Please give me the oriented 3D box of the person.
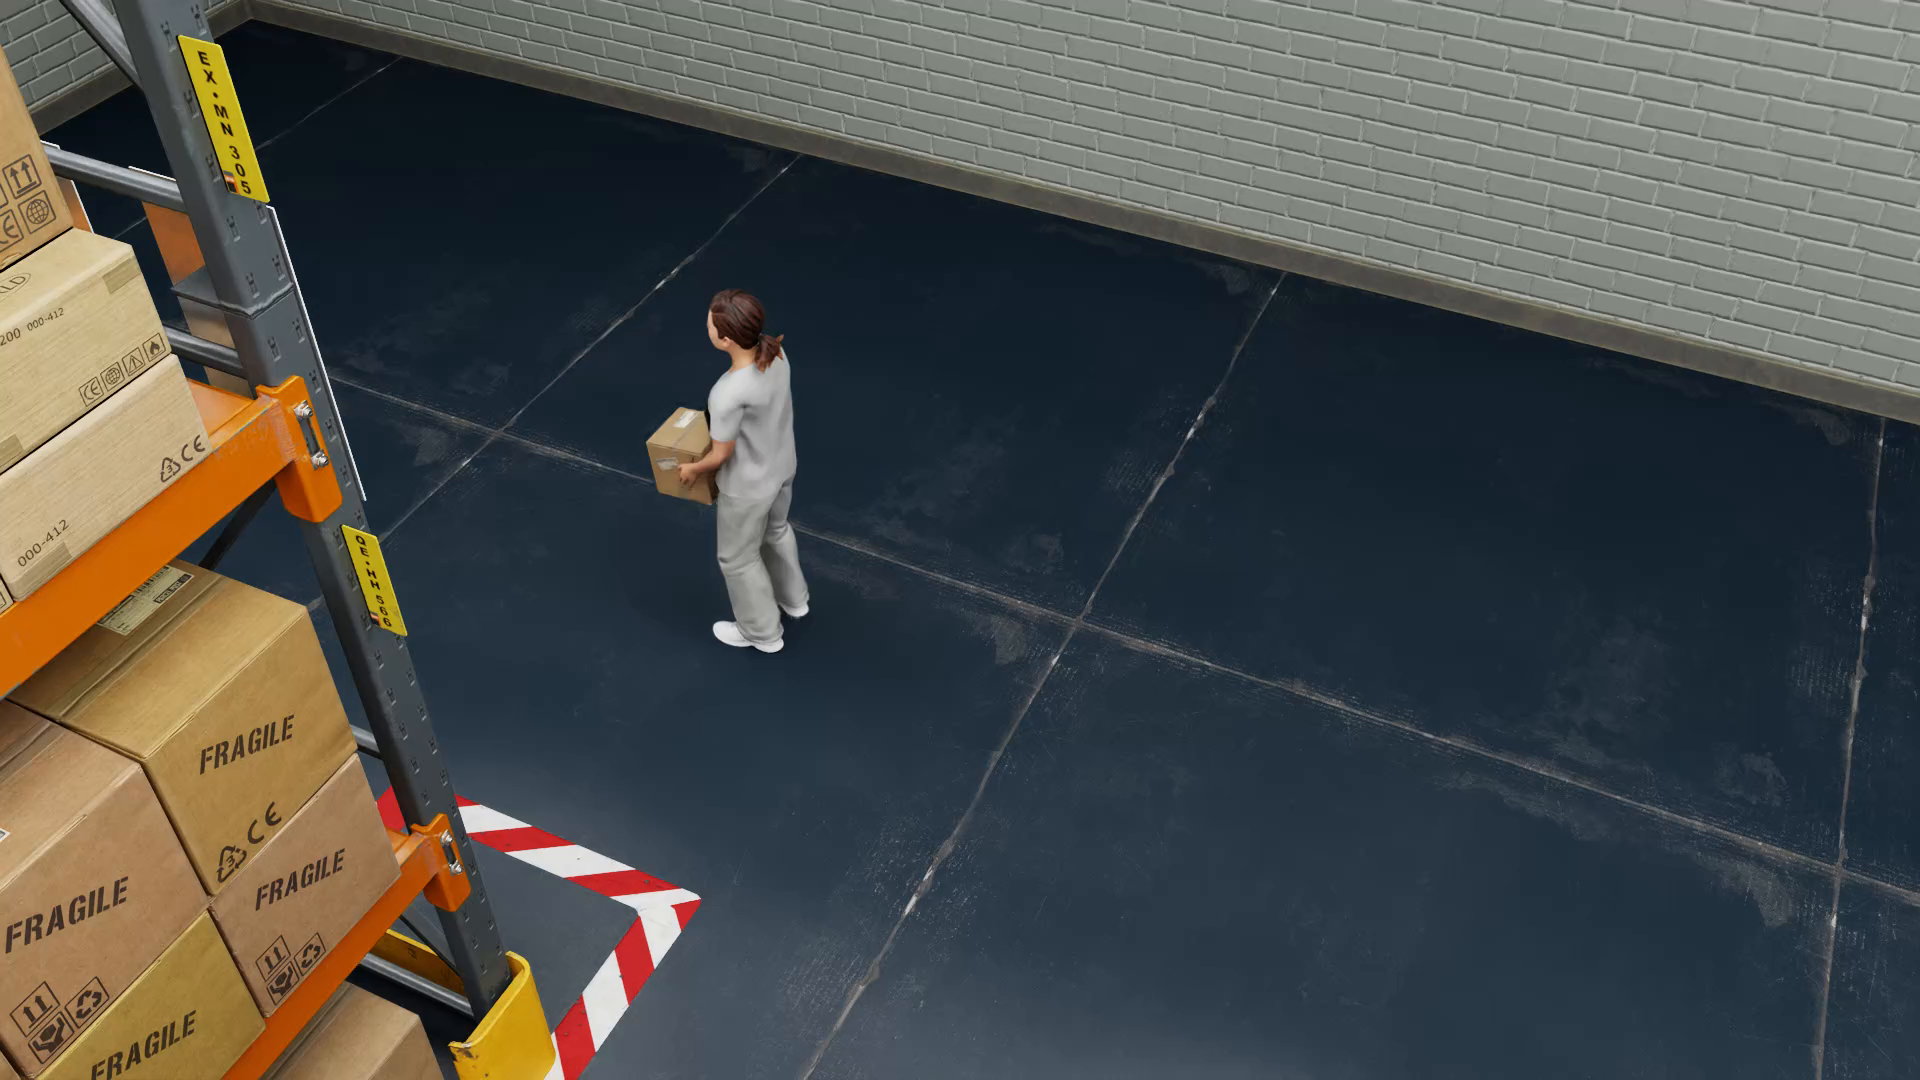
[{"bbox_3d":[-0.839,-0.262,6.449,0.445,1.675,0.465,17,45,18],"label":"person"}]
